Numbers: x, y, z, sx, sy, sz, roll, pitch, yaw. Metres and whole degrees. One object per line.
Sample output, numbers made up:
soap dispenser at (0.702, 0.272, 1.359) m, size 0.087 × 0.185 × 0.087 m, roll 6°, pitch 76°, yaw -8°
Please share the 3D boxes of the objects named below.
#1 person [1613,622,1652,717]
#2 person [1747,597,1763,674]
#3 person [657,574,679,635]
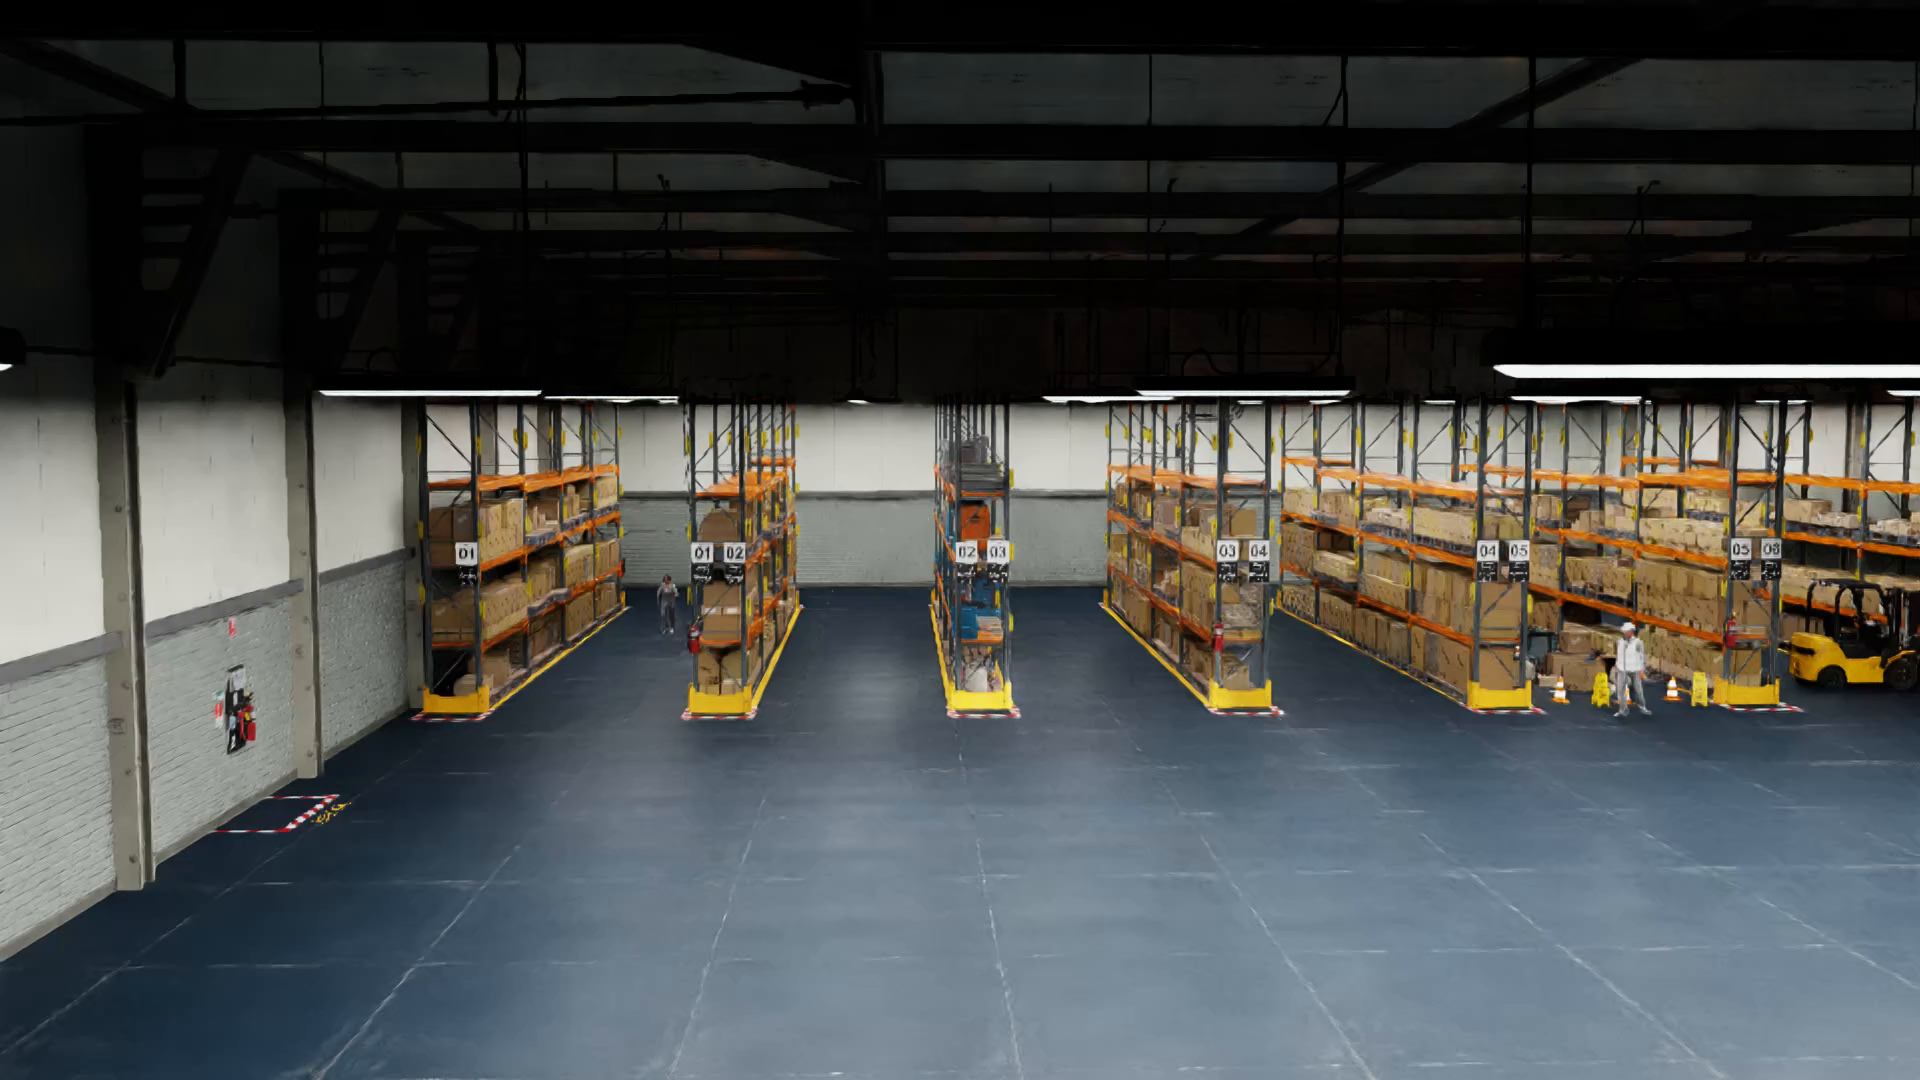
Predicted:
person at (12.418, 2.385, 30.787) m, size 0.693 × 1.757 × 0.661 m, roll -4°, pitch 6°, yaw -43°
person at (16.966, 2.016, 35.667) m, size 0.529 × 1.671 × 0.544 m, roll 3°, pitch 5°, yaw 30°
person at (-7.365, 1.602, 41.912) m, size 0.560 × 1.527 × 0.820 m, roll -1°, pitch 5°, yaw -7°
